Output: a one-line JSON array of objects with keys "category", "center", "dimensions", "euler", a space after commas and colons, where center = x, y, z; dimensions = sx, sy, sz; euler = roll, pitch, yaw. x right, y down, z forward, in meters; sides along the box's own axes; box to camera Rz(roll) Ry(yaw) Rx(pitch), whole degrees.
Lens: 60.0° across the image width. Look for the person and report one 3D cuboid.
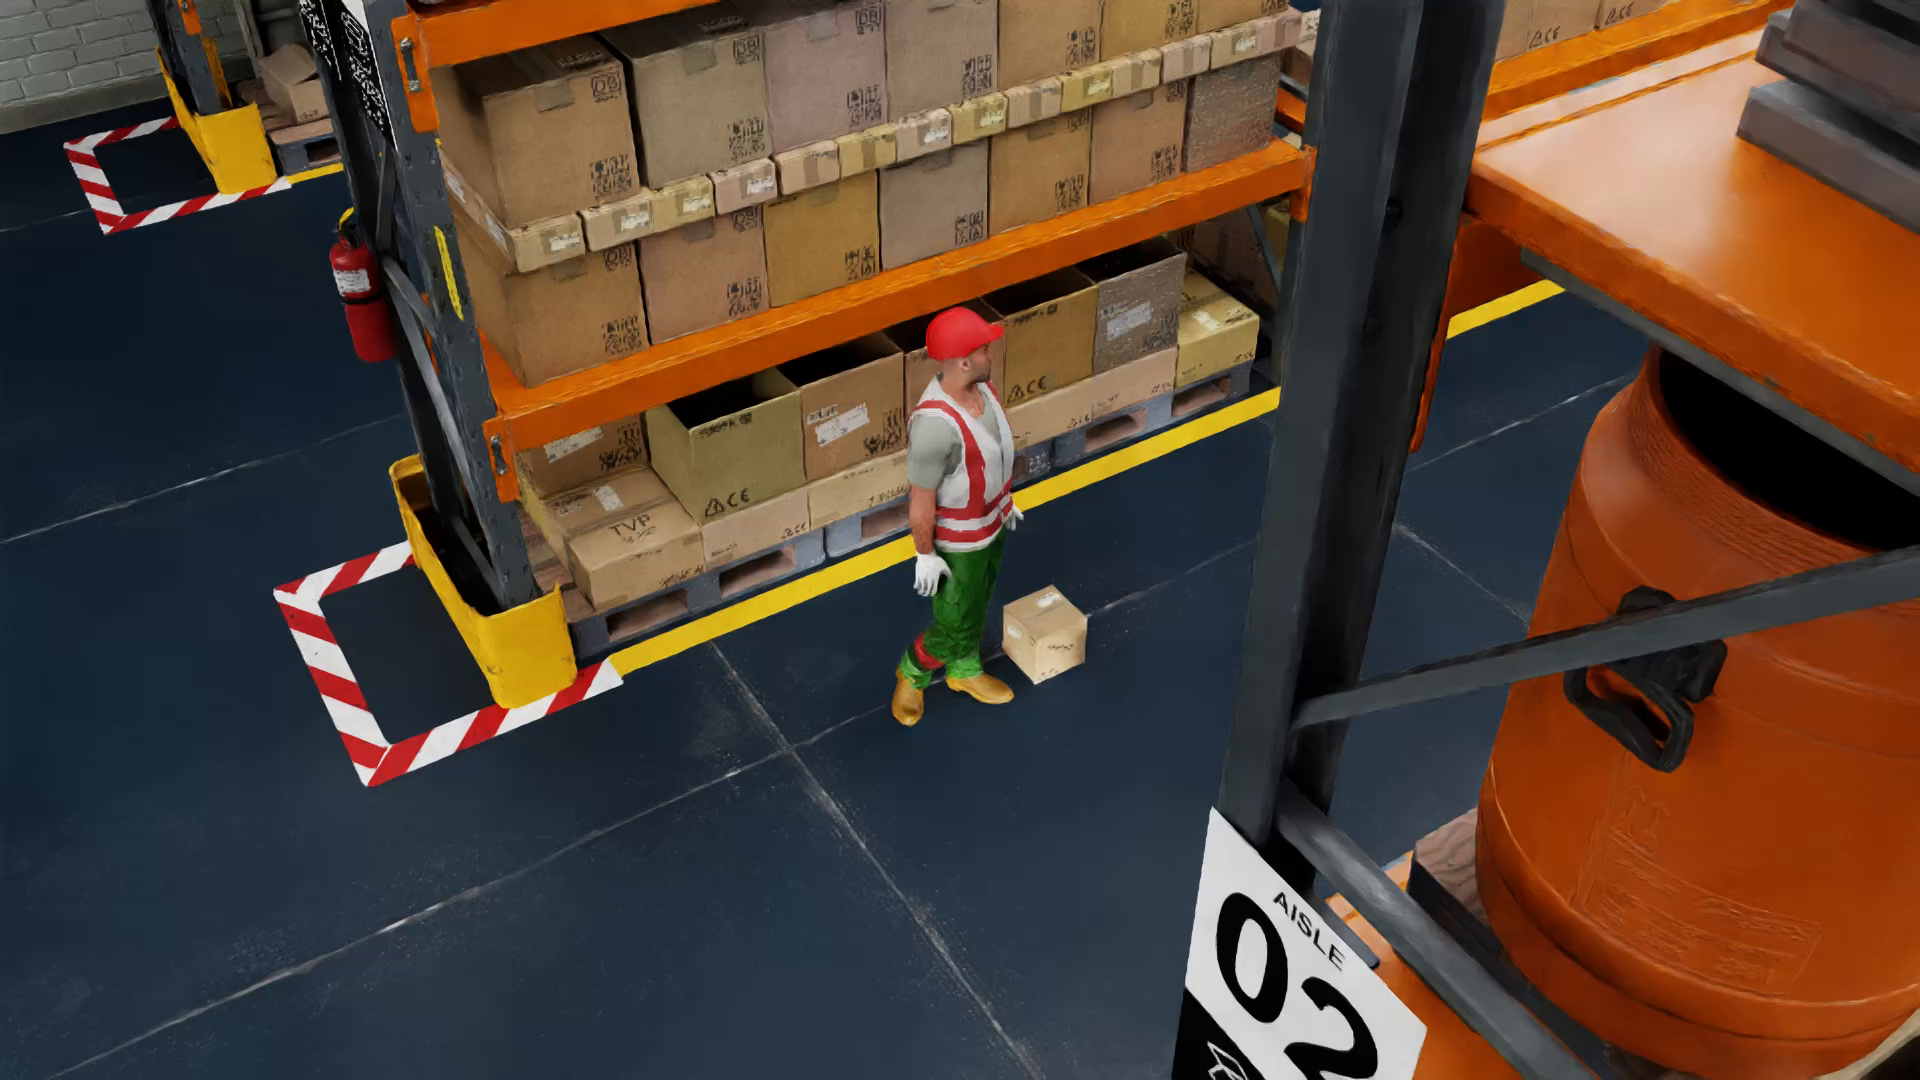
[{"category": "person", "center": [-0.013, -0.051, 6.188], "dimensions": [0.456, 1.784, 0.598], "euler": [16, 43, 18]}]
